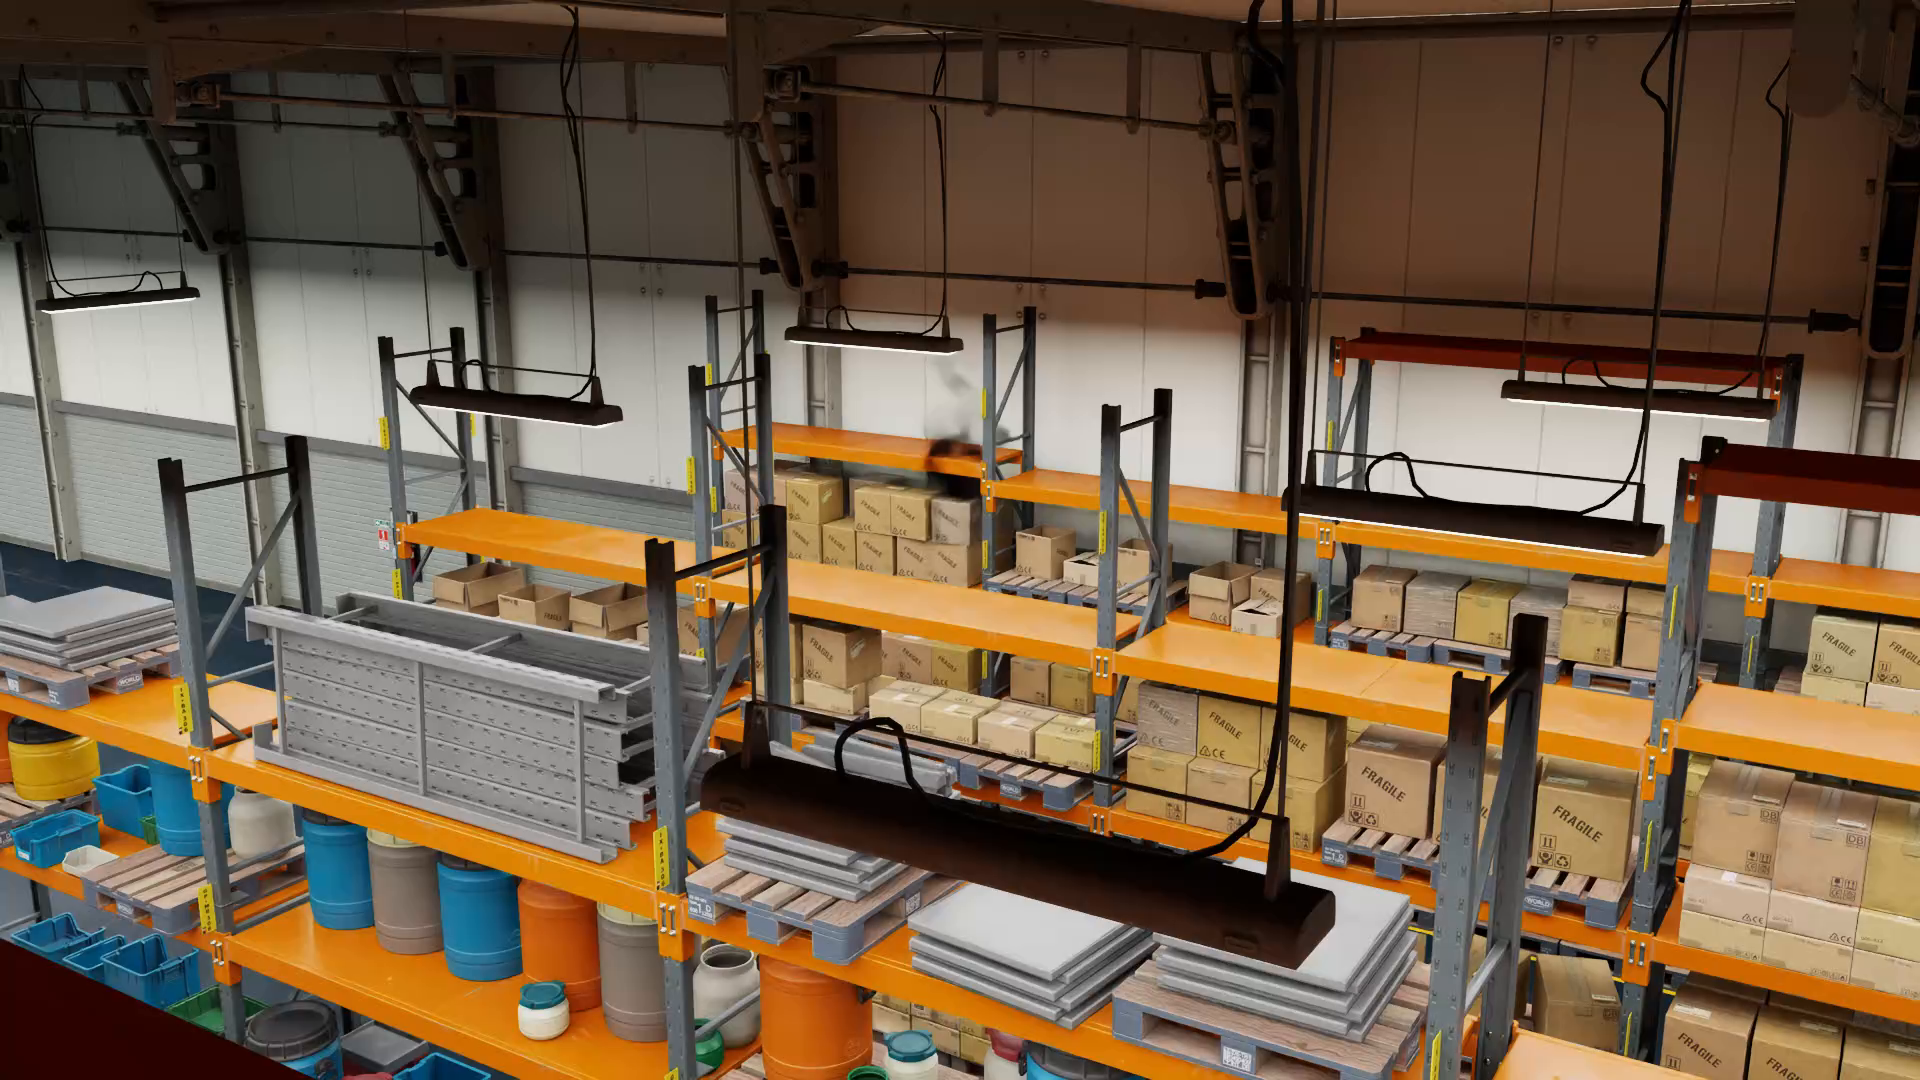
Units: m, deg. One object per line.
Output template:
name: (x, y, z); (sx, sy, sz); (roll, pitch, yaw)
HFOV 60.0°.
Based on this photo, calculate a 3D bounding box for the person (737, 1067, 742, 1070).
person: (-1.519, 4.413, 11.747); (0.592, 1.731, 0.645); (8, 16, 30)
